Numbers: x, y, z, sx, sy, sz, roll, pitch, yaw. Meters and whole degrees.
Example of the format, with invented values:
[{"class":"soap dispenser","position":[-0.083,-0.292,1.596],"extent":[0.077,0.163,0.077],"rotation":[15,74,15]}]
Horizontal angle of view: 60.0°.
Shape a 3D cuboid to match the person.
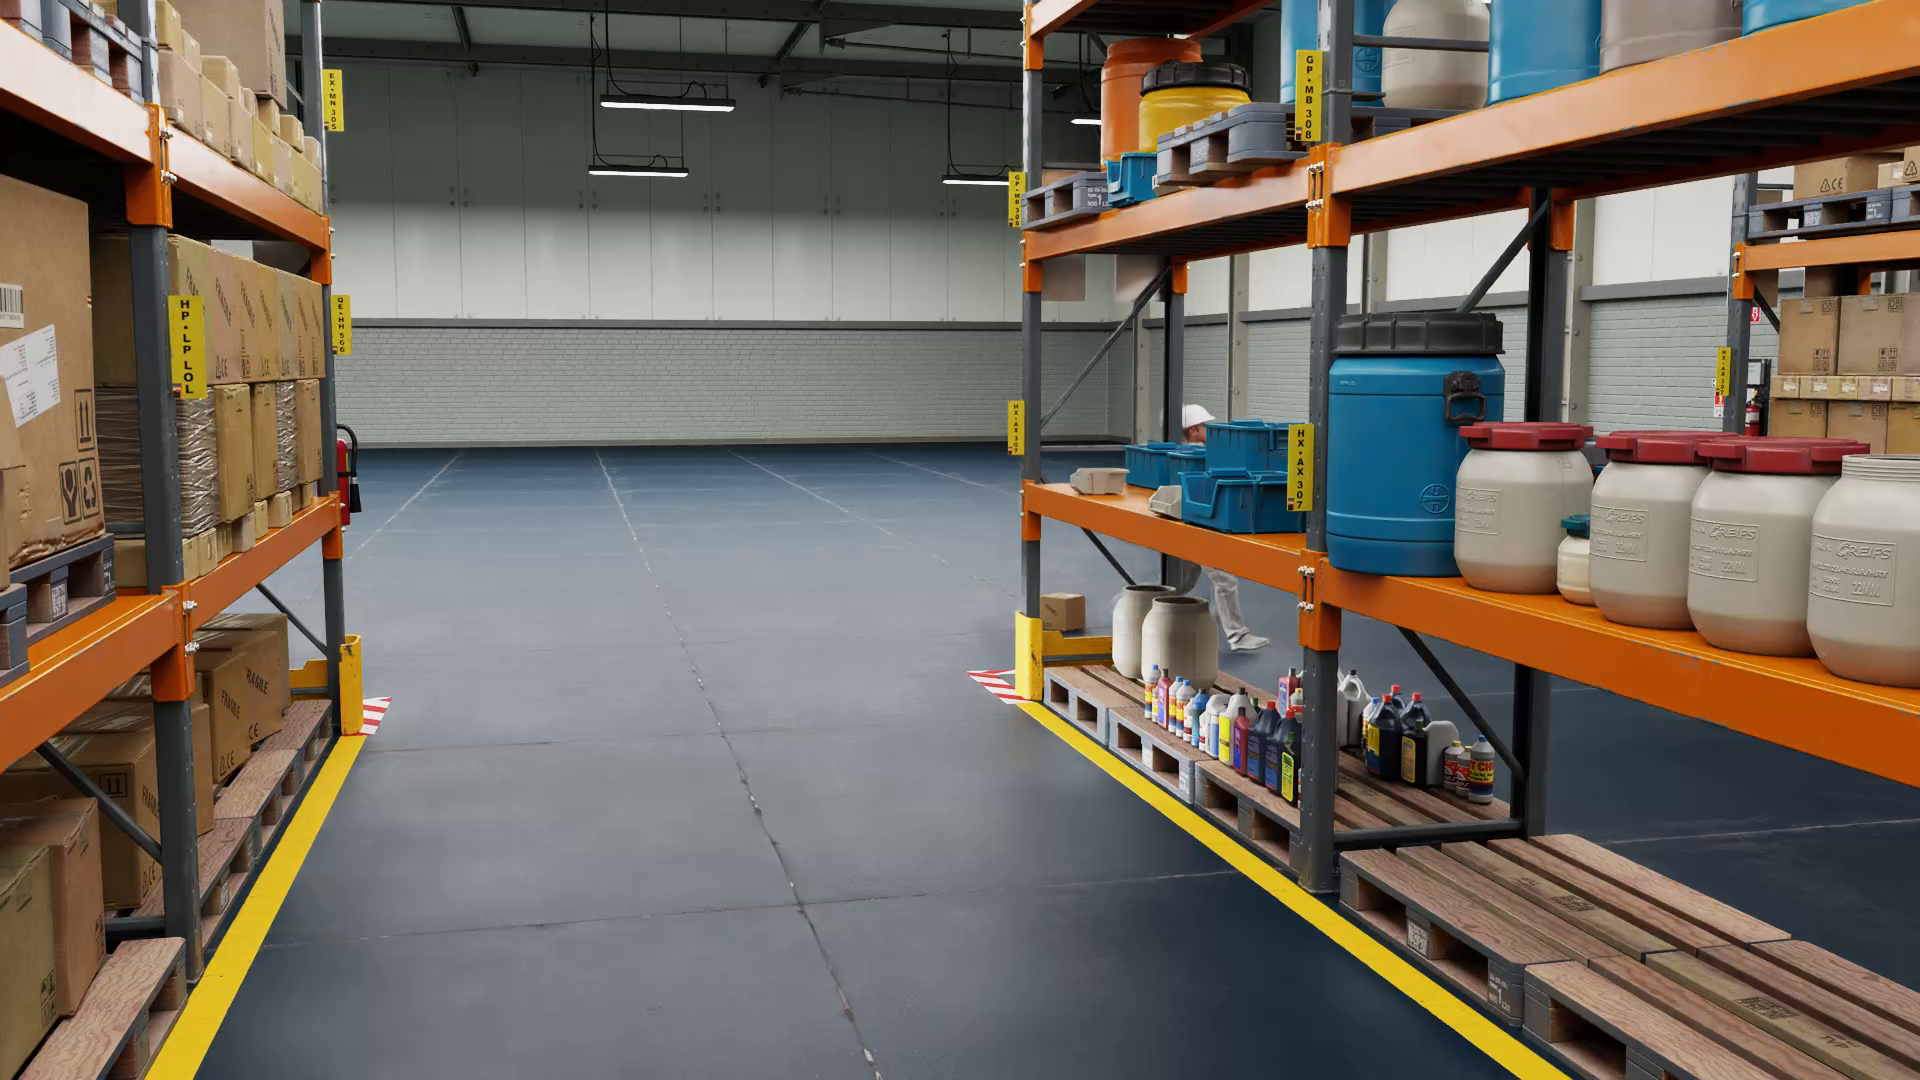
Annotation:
[{"class":"person","position":[1.737,-0.099,11.830],"extent":[1.067,1.723,0.562],"rotation":[3,7,26]}]
